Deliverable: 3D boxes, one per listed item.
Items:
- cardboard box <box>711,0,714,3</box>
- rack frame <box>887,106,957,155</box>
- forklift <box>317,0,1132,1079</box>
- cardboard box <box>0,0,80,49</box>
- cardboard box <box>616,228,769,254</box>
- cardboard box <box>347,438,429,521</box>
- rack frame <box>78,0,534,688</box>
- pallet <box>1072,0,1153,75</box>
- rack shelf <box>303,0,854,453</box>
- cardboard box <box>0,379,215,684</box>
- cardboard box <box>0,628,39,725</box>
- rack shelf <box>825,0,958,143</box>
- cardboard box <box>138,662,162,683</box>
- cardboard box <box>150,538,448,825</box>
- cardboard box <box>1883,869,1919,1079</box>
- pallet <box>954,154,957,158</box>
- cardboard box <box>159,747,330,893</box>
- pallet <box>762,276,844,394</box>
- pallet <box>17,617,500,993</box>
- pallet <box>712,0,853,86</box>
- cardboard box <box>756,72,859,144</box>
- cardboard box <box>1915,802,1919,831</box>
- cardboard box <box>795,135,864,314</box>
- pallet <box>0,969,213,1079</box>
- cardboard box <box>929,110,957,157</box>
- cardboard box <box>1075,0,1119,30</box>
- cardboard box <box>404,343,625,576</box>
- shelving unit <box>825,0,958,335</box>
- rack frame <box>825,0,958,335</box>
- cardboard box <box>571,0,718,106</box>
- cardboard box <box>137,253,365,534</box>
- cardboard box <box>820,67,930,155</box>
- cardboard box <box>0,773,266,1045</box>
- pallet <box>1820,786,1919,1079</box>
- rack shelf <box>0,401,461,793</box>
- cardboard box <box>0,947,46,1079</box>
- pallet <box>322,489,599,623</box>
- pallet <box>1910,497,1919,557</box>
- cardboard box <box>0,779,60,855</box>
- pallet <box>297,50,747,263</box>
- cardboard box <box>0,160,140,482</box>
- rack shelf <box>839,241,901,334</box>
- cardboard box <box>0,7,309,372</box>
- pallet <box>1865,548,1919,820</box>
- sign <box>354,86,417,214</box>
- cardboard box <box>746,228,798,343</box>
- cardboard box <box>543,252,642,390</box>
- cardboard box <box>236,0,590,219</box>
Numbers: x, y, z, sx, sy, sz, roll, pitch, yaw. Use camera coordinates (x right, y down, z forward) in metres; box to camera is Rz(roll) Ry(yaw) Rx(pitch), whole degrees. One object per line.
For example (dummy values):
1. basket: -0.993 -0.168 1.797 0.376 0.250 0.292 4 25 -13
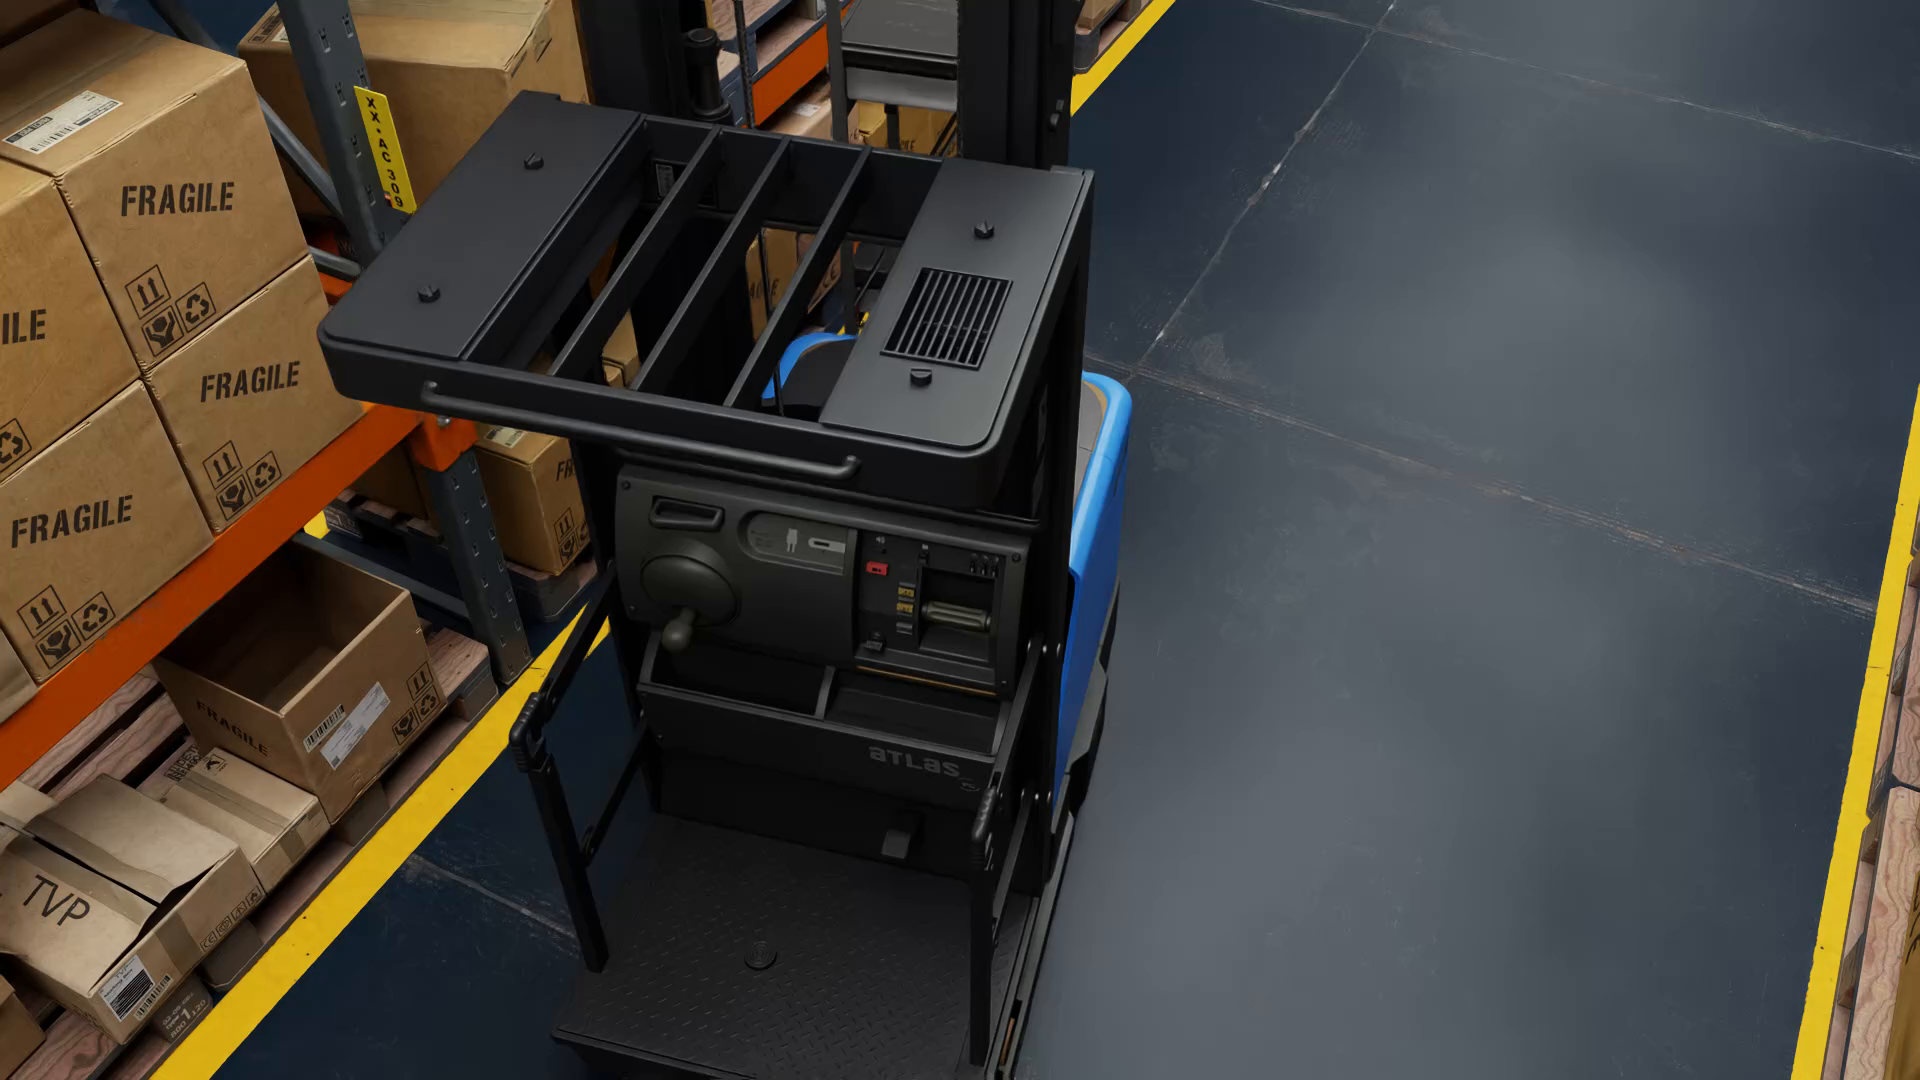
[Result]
1. cardboard box: -1.079 -2.105 5.356 0.700 0.500 0.500 9 46 9
2. rack frame: -0.022 -0.937 5.200 0.400 2.100 0.015 10 46 10
3. forklift: -0.366 0.195 3.496 1.130 2.935 3.031 10 46 10
4. cardboard box: -2.313 -0.972 3.828 0.500 0.500 0.500 22 49 20
5. cardboard box: -0.940 -1.183 5.731 0.500 0.250 0.500 21 49 19
6. cardboard box: -1.870 -0.470 5.554 0.500 0.500 0.500 20 49 19
7. rack frame: -1.845 -0.789 4.421 1.000 3.000 0.127 20 49 19
8. pallet: 0.429 -2.834 8.403 1.003 0.211 1.213 20 49 19
9. rack shelf: -0.916 -1.796 5.922 1.077 0.370 4.000 20 49 19
10. cardboard box: -2.088 -0.099 3.669 0.500 0.500 0.500 22 49 20
11. cardboard box: -2.324 0.225 3.348 0.500 0.500 0.500 22 49 20
12. rack shelf: -0.082 -1.252 4.546 0.431 0.518 0.480 10 46 10
13. cardboard box: -2.231 0.195 5.030 0.500 0.311 0.500 20 49 19
14. cardboard box: -1.858 0.388 4.706 0.500 0.500 0.500 20 49 19
15. cardboard box: 2.731 1.000 3.869 0.750 0.750 0.750 21 49 19
16. pallet: -0.368 -1.871 7.451 1.003 0.211 1.213 20 49 19
17. cardboard box: -1.979 0.767 4.578 0.380 0.149 0.250 20 49 19
18. pallet: -0.936 -1.105 6.694 1.003 0.211 1.213 20 49 19
19. pallet: -2.164 0.624 4.985 1.003 0.211 1.213 20 49 19
20. pallet: -0.887 -2.015 5.767 1.003 0.211 1.213 20 49 19
21. cardboard box: -0.708 -1.499 6.043 0.500 0.250 0.500 20 49 18
22. cardboard box: 3.141 0.439 4.423 0.750 0.750 0.750 22 49 20
23. cardboard box: -0.693 -1.260 6.334 0.500 0.500 0.500 19 48 18
24. pallet: -2.730 1.395 4.223 1.003 0.211 1.213 20 49 19
25. cardboard box: -0.214 -1.918 6.985 0.500 0.500 0.500 22 49 21
26. cardboard box: 0.515 -2.723 7.970 0.500 0.250 0.500 20 49 19
27. cardboard box: -1.404 -0.289 5.375 0.500 0.500 0.500 18 48 17
28. shelving unit: -0.082 -0.769 5.034 0.431 2.100 0.503 10 46 10
29. rack frame: -0.142 -0.601 4.868 0.400 2.100 0.015 10 46 10
30. cardboard box: -1.164 -1.650 4.907 0.700 0.500 0.500 28 52 25
31. cardboard box: -1.850 -0.424 3.990 0.500 0.500 0.500 21 49 20
32. cardboard box: -0.455 -1.592 6.663 0.500 0.500 0.500 19 48 18
33. cardboard box: -2.206 0.927 4.306 0.500 0.311 0.500 20 49 19
34. pallet: 2.836 1.313 4.303 1.003 0.211 1.213 20 49 19
35. rack shelf: -2.773 0.724 3.431 1.077 0.370 4.000 20 49 19
36. cardboard box: -2.712 1.119 3.981 0.797 0.503 0.637 20 49 19
37. pallet: -1.501 -0.334 5.931 1.003 0.211 1.213 20 49 19
38. pallet: 3.969 -0.224 5.823 1.003 0.211 1.213 20 49 19
39. cardboard box: -2.624 0.794 4.539 0.380 0.166 0.250 20 49 19
40. pallet: -1.377 -1.189 4.951 1.003 0.211 1.213 20 49 19
41. cardboard box: -2.086 -0.448 3.310 0.500 0.500 0.500 20 49 18
42. rack shelf: -0.082 -0.760 5.044 0.431 0.518 0.480 10 46 10
43. cardboard box: -1.850 -0.772 3.630 0.500 0.500 0.500 21 49 19
44. pallet: 3.401 0.542 5.066 1.003 0.211 1.213 20 49 19
45. sign: -1.361 -0.919 3.941 0.100 0.325 0.005 20 49 19
46. cardboard box: -0.928 -0.941 6.019 0.500 0.500 0.500 21 49 20
47. cardboard box: -1.167 -0.629 5.711 0.500 0.500 0.500 21 49 20
48. cardboard box: -1.427 -1.196 4.458 0.700 0.500 0.500 6 46 6
